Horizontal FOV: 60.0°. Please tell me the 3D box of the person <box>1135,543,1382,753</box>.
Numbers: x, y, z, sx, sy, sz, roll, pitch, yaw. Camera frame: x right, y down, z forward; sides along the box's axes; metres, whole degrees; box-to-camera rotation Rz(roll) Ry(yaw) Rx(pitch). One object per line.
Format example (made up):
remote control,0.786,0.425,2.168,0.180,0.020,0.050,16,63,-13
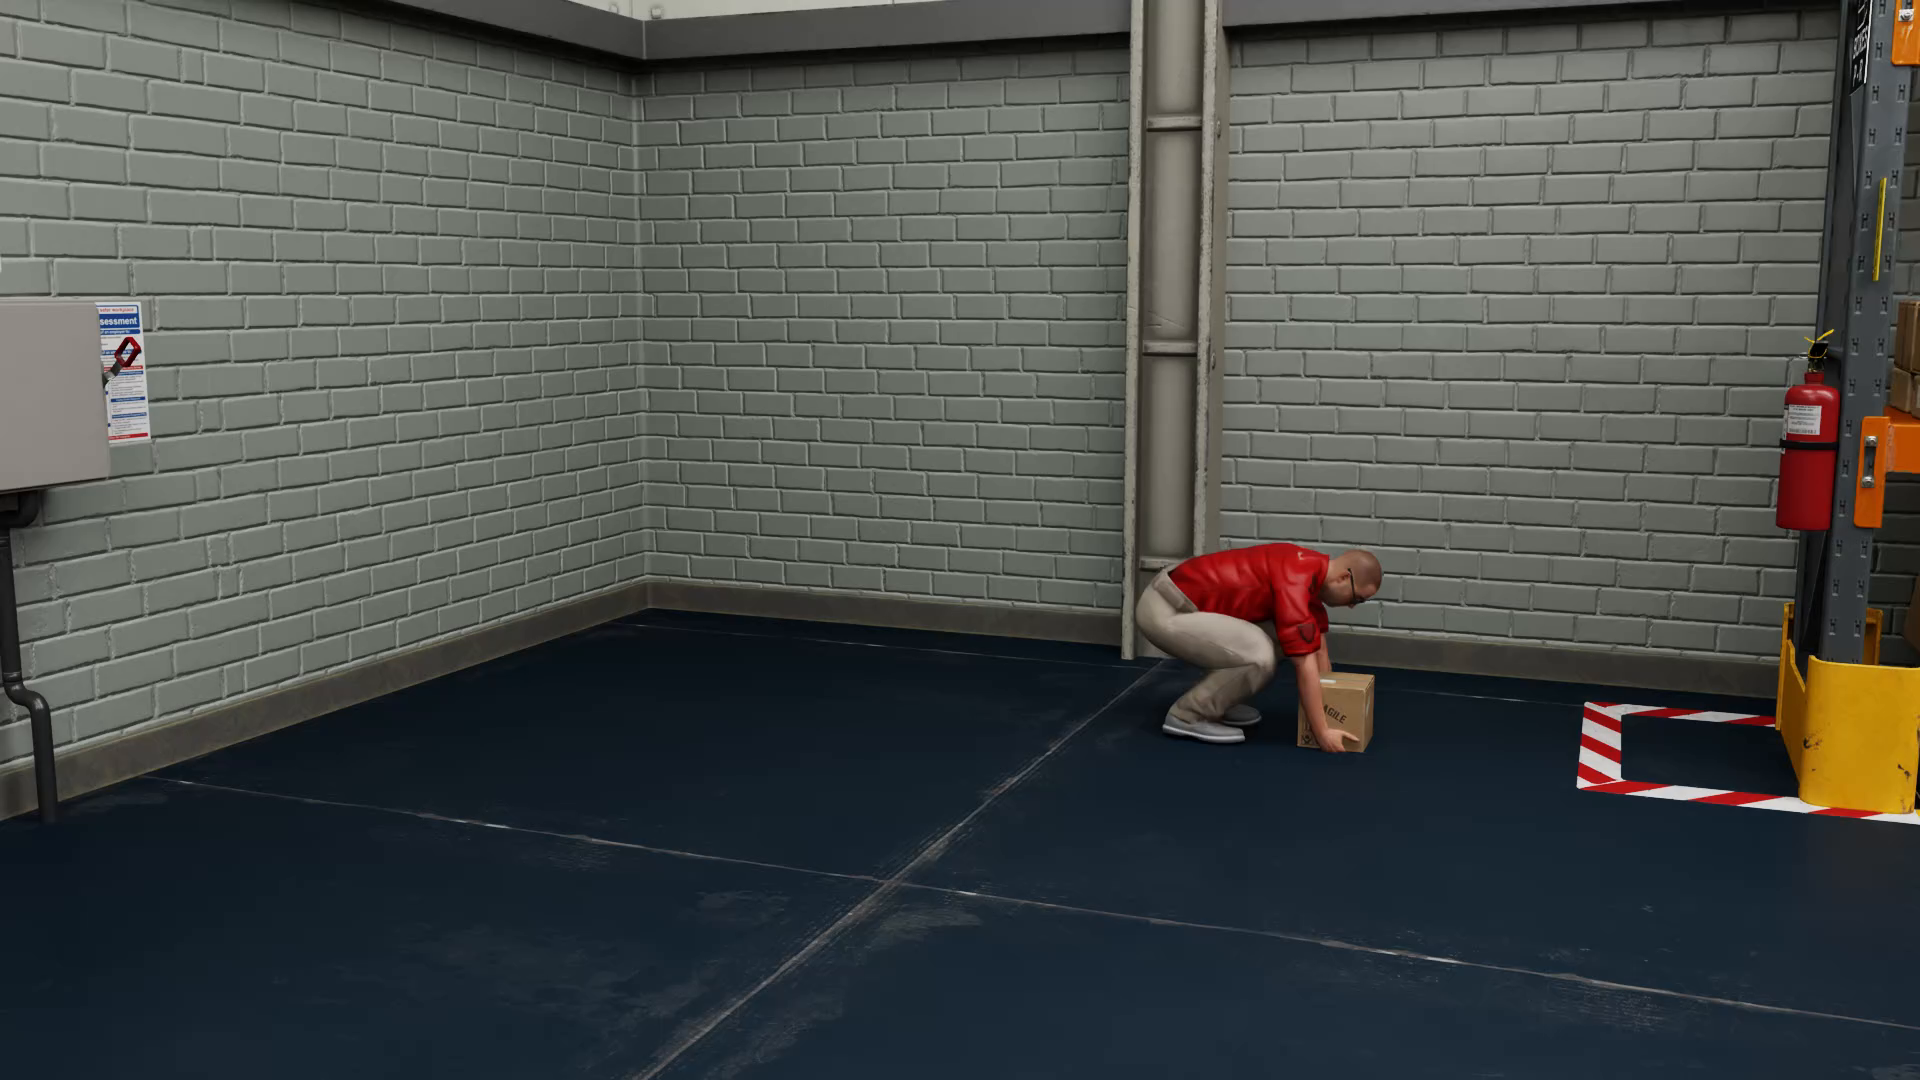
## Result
person,1.166,0.404,6.540,0.932,0.780,0.527,3,9,20
